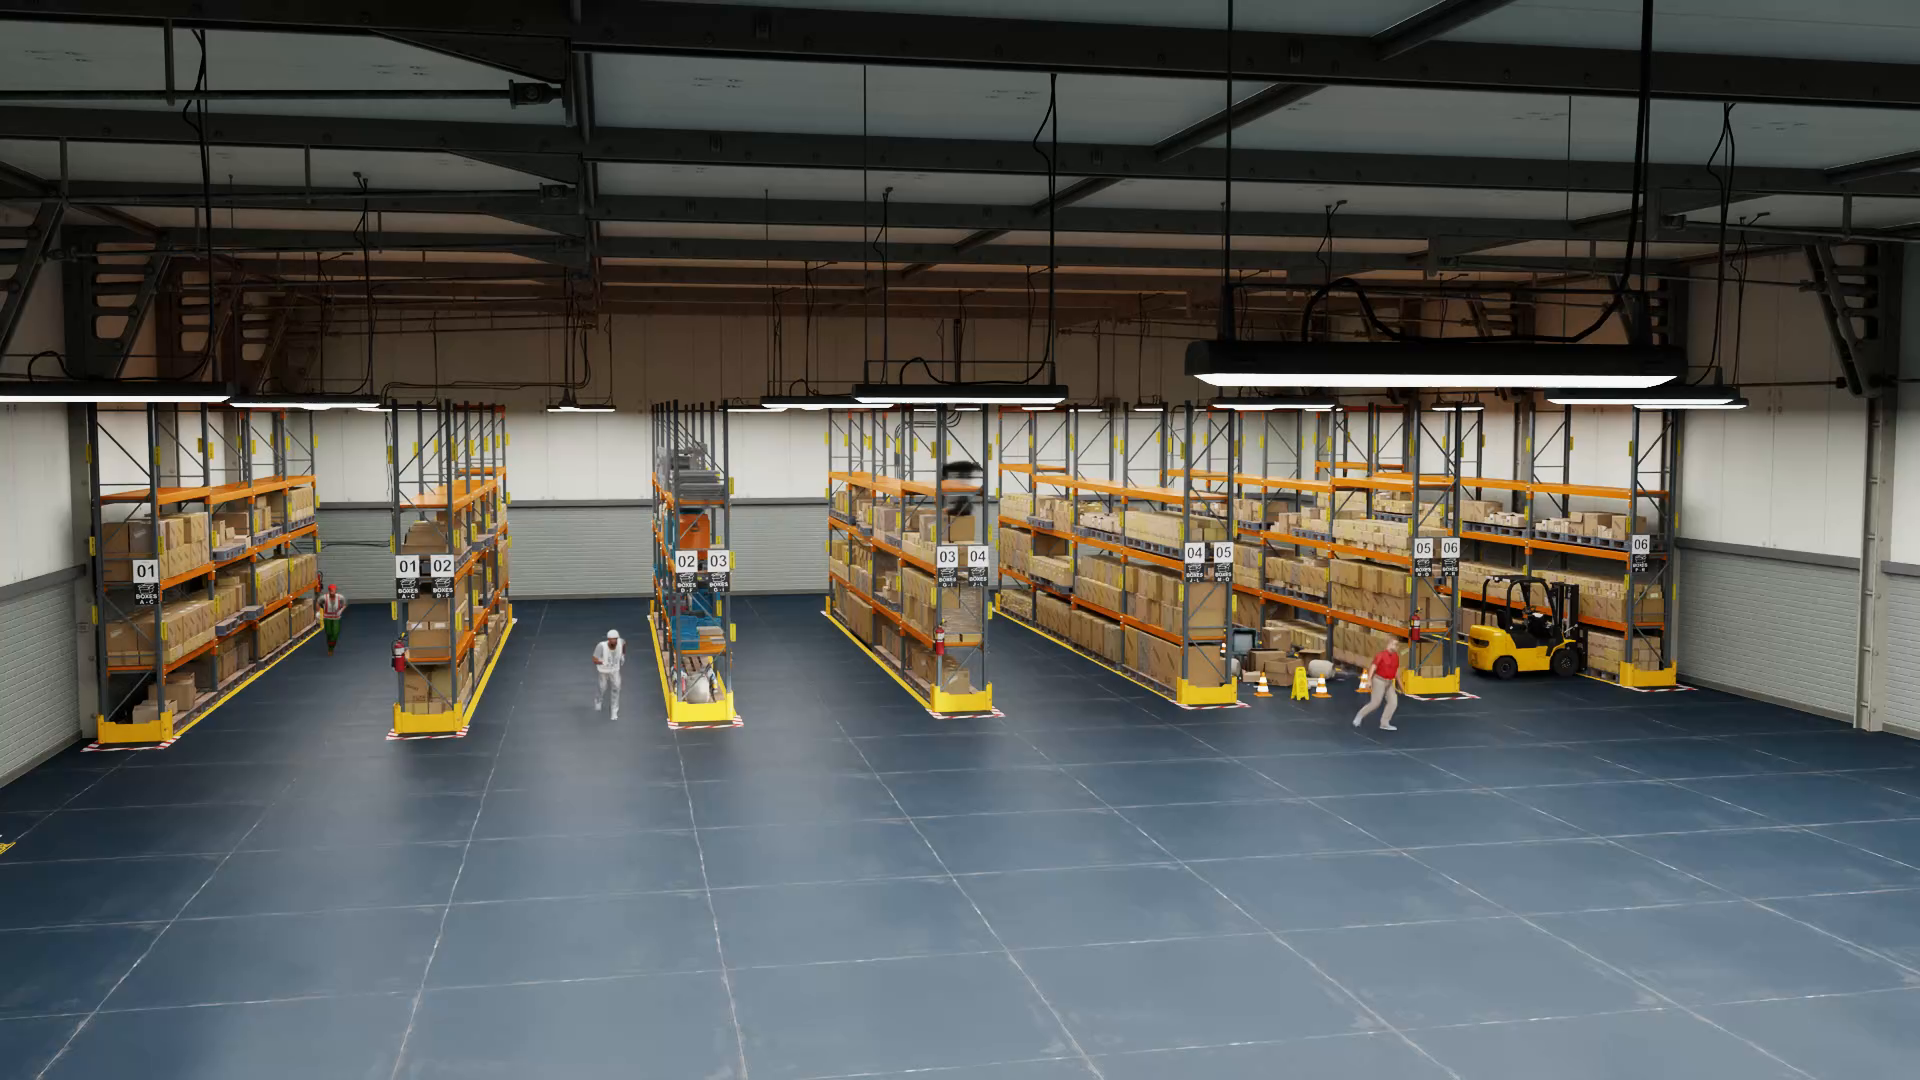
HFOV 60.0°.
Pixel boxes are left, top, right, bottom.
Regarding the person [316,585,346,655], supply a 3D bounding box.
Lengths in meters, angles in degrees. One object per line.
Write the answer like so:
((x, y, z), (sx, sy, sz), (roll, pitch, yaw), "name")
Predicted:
((-14.978, 1.896, 39.640), (0.662, 1.708, 0.743), (-2, 5, -29), "person")

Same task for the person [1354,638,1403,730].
((7.620, 2.605, 30.287), (0.743, 1.668, 0.726), (-4, 6, -40), "person")

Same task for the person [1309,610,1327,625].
((9.485, 1.608, 43.707), (0.644, 1.637, 0.938), (-2, 5, -23), "person")

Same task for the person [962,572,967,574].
((-0.146, 1.256, 48.360), (0.732, 1.659, 0.714), (1, 4, 15), "person")

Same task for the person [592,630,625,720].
((-6.684, 2.526, 31.516), (0.715, 1.732, 1.028), (-3, 5, -32), "person")
